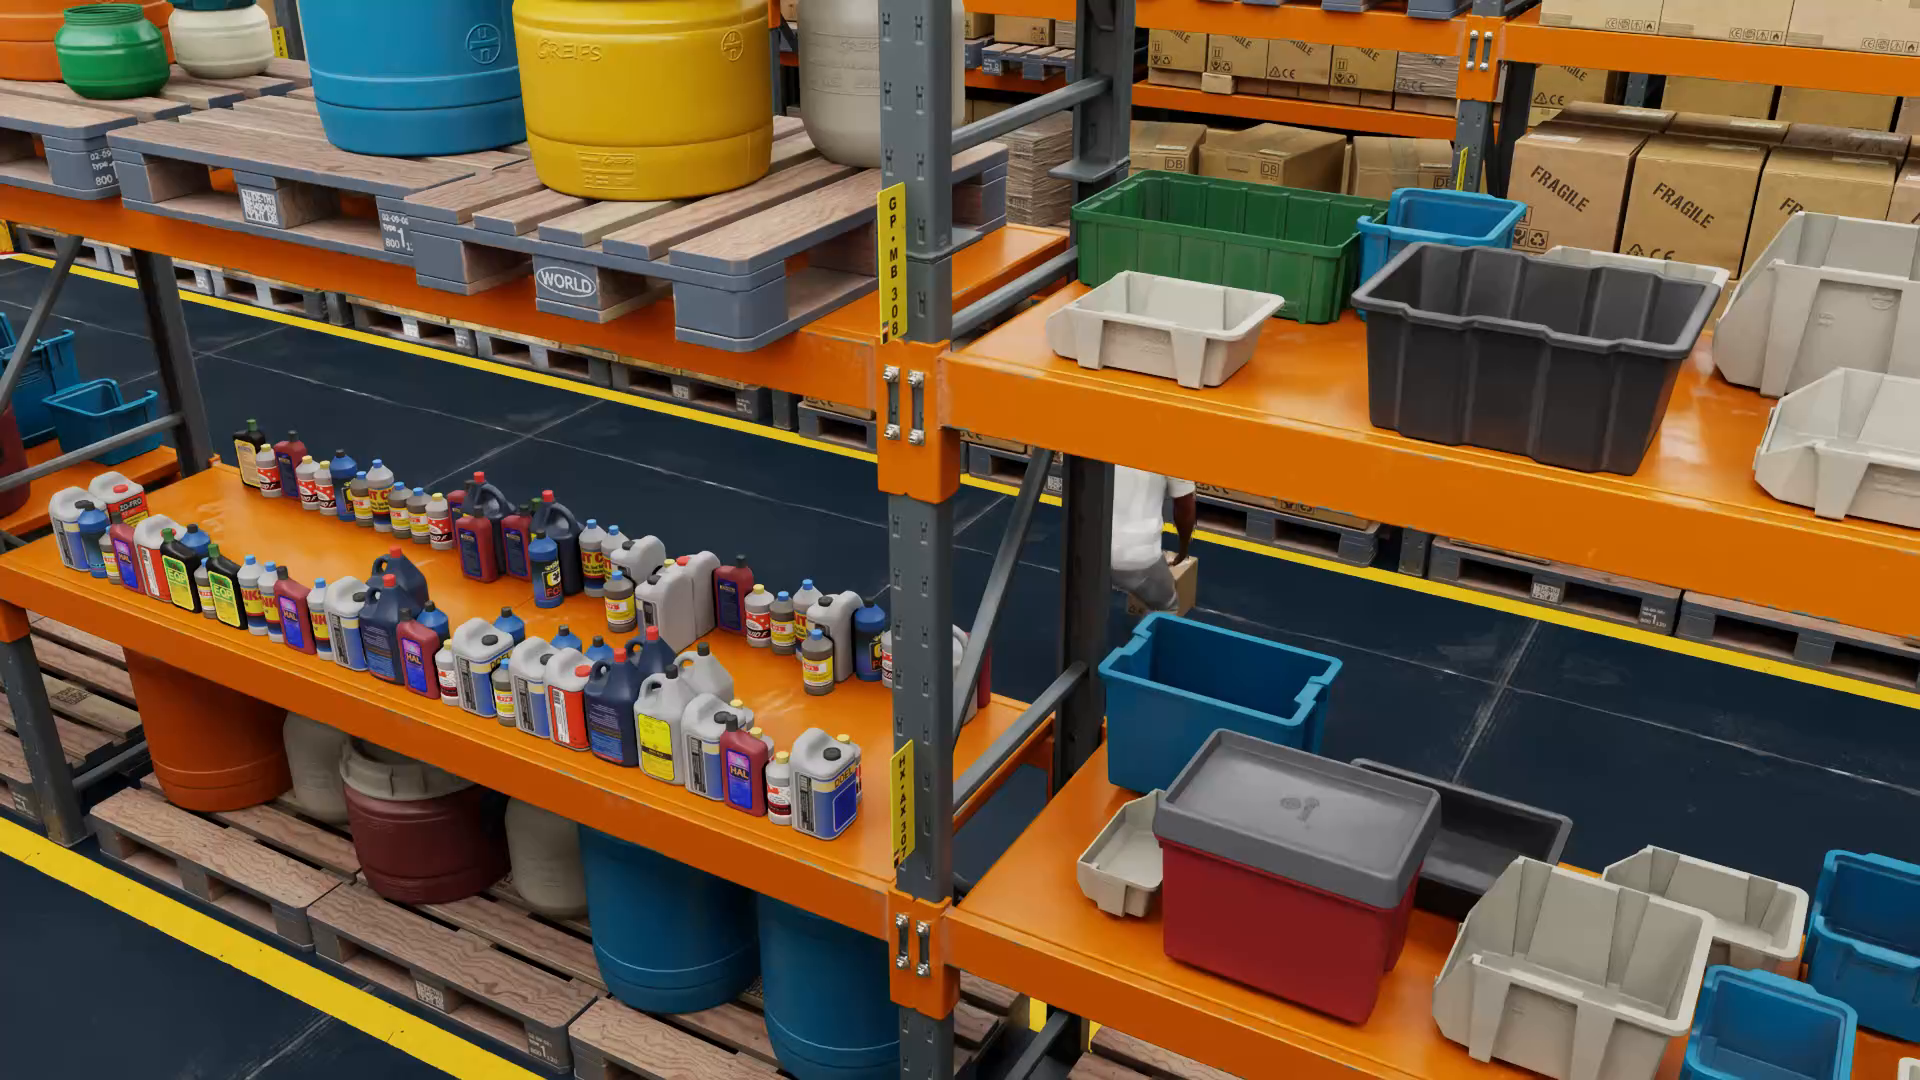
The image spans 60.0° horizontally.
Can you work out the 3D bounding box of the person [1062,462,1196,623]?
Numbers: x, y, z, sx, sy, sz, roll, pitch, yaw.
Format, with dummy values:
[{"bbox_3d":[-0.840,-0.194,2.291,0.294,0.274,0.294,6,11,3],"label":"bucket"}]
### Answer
[{"bbox_3d":[0.716,-0.017,7.375,0.625,1.543,0.666,14,30,27],"label":"person"}]
